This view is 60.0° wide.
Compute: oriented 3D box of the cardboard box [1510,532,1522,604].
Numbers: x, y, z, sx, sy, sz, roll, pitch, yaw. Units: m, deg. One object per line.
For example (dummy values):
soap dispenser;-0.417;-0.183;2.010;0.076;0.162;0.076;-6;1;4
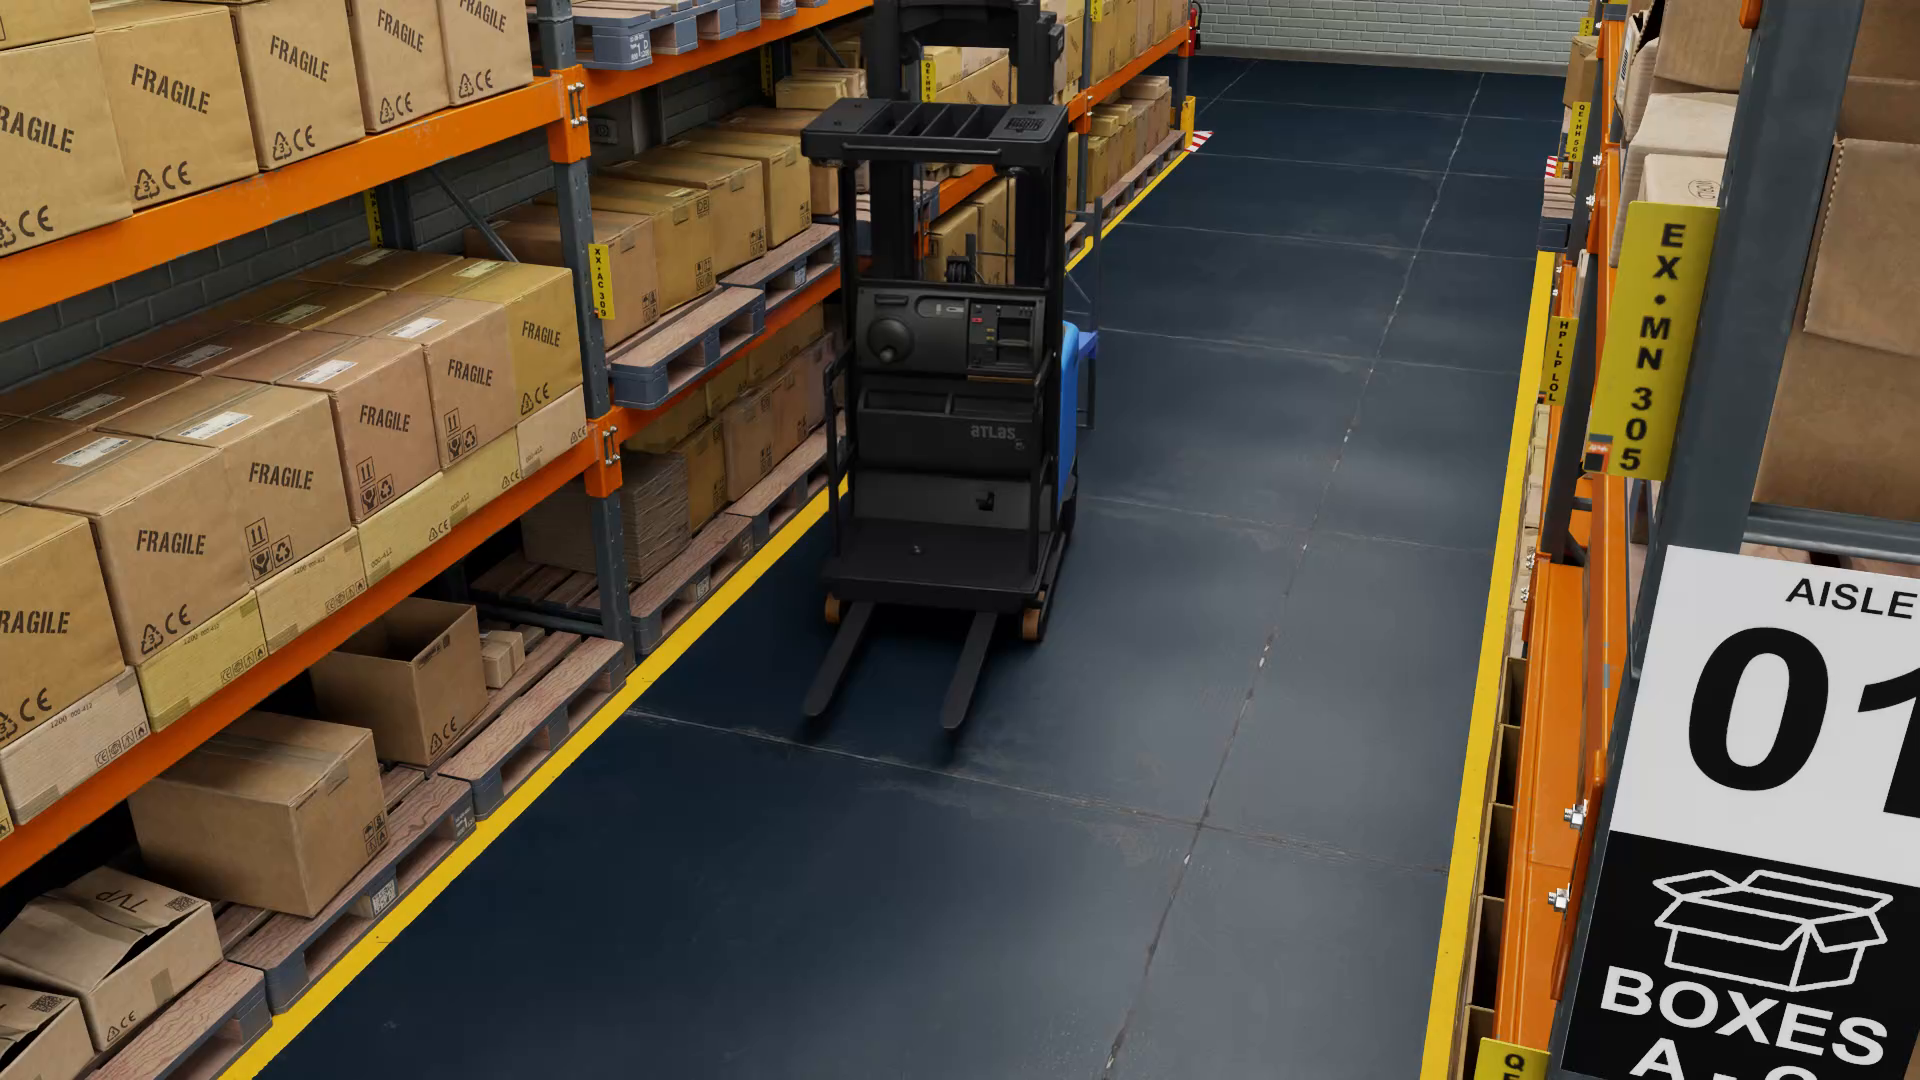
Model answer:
cardboard box;3.003;0.141;8.191;0.500;0.250;0.500;9;27;18

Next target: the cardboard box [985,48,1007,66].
cardboard box;0.021;-3.531;11.761;0.500;0.250;0.500;9;27;18

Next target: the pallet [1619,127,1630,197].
pallet;2.368;-1.025;4.584;1.003;0.211;1.213;9;27;17

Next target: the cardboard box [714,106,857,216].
cardboard box;-1.021;-2.244;9.823;0.700;0.500;0.500;6;27;13

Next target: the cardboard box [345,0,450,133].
cardboard box;-2.160;-1.740;5.822;0.500;0.500;0.500;6;27;13

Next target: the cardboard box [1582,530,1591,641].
cardboard box;2.486;0.070;5.549;0.700;0.500;0.500;8;27;16

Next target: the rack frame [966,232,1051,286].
rack frame;0.272;-1.024;9.643;0.500;1.500;0.032;9;27;18

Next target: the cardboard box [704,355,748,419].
cardboard box;-1.503;-0.897;9.163;0.500;0.250;0.500;8;27;16

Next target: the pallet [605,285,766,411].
pallet;-1.653;-0.992;8.077;1.003;0.211;1.213;9;27;17

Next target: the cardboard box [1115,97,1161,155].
cardboard box;1.643;-4.273;17.020;0.700;0.500;0.500;9;27;17

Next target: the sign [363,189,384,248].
sign;-2.569;-1.386;7.341;0.100;0.325;0.005;9;27;17

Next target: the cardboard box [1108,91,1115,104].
cardboard box;1.327;-4.435;16.611;0.380;0.149;0.250;9;27;18

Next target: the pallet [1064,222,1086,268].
pallet;0.432;-2.490;14.151;1.003;0.211;1.213;9;27;17

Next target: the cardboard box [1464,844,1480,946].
cardboard box;2.016;1.331;5.732;0.500;0.250;0.500;9;27;17

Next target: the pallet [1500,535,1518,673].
pallet;3.241;0.375;8.233;1.003;0.211;1.213;9;27;17

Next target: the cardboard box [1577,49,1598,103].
cardboard box;4.752;-3.136;11.689;0.700;0.500;0.500;13;29;26

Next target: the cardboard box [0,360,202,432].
cardboard box;-2.907;-0.271;5.656;0.500;0.500;0.500;9;27;18

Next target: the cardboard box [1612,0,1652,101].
cardboard box;2.212;-1.547;4.804;0.500;0.500;0.500;11;28;22

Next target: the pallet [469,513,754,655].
pallet;-1.787;0.149;8.699;1.003;0.211;1.213;9;27;17

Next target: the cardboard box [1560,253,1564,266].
cardboard box;4.400;-1.986;11.413;0.500;0.250;0.500;8;27;16

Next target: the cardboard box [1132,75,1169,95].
cardboard box;1.939;-4.691;17.140;0.380;0.149;0.250;8;27;17

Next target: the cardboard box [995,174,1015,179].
cardboard box;0.231;-2.643;13.251;0.750;0.750;0.750;10;27;19

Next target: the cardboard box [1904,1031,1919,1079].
cardboard box;1.482;0.734;2.688;0.700;0.500;0.500;9;27;18

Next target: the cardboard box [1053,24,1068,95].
cardboard box;0.541;-3.824;13.226;0.500;0.500;0.500;9;27;18

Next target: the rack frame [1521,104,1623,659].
rack frame;2.628;-0.069;5.950;1.000;3.000;0.127;9;27;17

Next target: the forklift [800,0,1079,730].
forklift;-0.085;-0.990;7.931;1.130;2.935;3.031;4;26;9

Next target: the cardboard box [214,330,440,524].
cardboard box;-2.249;-0.414;5.952;0.500;0.500;0.500;8;27;16

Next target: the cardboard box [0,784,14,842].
cardboard box;-2.914;0.762;4.383;0.500;0.250;0.500;8;27;16

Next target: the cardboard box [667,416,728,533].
cardboard box;-1.691;-0.383;8.962;0.700;0.500;0.500;8;27;16

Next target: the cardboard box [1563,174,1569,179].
cardboard box;5.212;-2.704;13.757;0.500;0.500;0.500;9;27;17

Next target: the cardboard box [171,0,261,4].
cardboard box;-2.292;-1.952;5.111;0.500;0.500;0.500;8;27;16

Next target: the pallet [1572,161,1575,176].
pallet;4.602;-2.426;11.039;1.003;0.211;1.213;9;27;17

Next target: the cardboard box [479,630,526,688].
cardboard box;-2.194;0.516;7.489;0.380;0.166;0.250;5;26;11

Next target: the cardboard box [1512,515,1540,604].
cardboard box;2.828;0.100;7.631;0.500;0.311;0.500;9;27;17

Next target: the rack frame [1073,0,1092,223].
rack frame;0.617;-4.073;14.220;1.000;3.000;0.127;9;27;17

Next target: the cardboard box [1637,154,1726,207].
cardboard box;1.431;-0.471;2.868;0.500;0.250;0.500;9;27;17

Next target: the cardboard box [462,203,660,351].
cardboard box;-1.843;-1.233;7.734;0.700;0.500;0.500;9;27;18

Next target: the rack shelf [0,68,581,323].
rack shelf;-2.710;-0.990;5.236;1.077;0.370;4.000;9;27;17

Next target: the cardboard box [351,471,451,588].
cardboard box;-2.243;-0.076;6.114;0.500;0.250;0.500;9;27;17

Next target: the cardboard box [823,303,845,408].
cardboard box;-0.904;-1.199;10.647;0.700;0.500;0.500;9;27;18

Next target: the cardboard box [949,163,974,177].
cardboard box;-0.125;-2.626;11.497;0.380;0.149;0.250;10;27;19

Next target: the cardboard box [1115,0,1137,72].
cardboard box;1.061;-4.728;15.228;0.980;0.700;0.700;8;27;16

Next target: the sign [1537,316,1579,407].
sign;2.113;-0.629;5.869;0.100;0.325;0.005;9;27;17

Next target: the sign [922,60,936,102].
sign;-0.199;-2.840;10.436;0.100;0.325;0.005;9;27;17

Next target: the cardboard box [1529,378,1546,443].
cardboard box;3.508;-0.744;9.374;0.500;0.311;0.500;10;27;19

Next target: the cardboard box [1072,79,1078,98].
cardboard box;0.772;-3.789;13.899;0.380;0.149;0.250;9;27;18

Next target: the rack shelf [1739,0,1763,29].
rack shelf;1.962;-1.443;3.189;1.077;0.370;4.000;9;27;17

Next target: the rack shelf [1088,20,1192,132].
rack shelf;1.283;-4.571;16.075;1.077;0.370;4.000;9;27;17

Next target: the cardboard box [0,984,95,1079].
cardboard box;-3.061;1.599;5.086;0.500;0.311;0.500;6;26;12

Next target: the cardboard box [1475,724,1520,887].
cardboard box;2.019;0.994;5.567;0.500;0.500;0.500;9;27;17

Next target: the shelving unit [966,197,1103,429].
shelving unit;0.450;-1.231;10.072;0.538;1.500;1.048;9;27;18

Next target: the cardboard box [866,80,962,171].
cardboard box;-0.311;-2.780;11.070;0.500;0.500;0.500;10;27;19

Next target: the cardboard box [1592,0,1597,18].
cardboard box;5.214;-4.097;13.007;0.500;0.500;0.500;9;27;18

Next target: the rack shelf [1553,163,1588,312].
rack shelf;4.624;-2.211;11.199;1.077;0.370;4.000;9;27;17

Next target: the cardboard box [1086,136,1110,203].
cardboard box;0.963;-3.429;15.278;0.700;0.500;0.500;9;27;18

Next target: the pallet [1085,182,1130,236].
pallet;0.944;-3.119;15.450;1.003;0.211;1.213;9;27;17
